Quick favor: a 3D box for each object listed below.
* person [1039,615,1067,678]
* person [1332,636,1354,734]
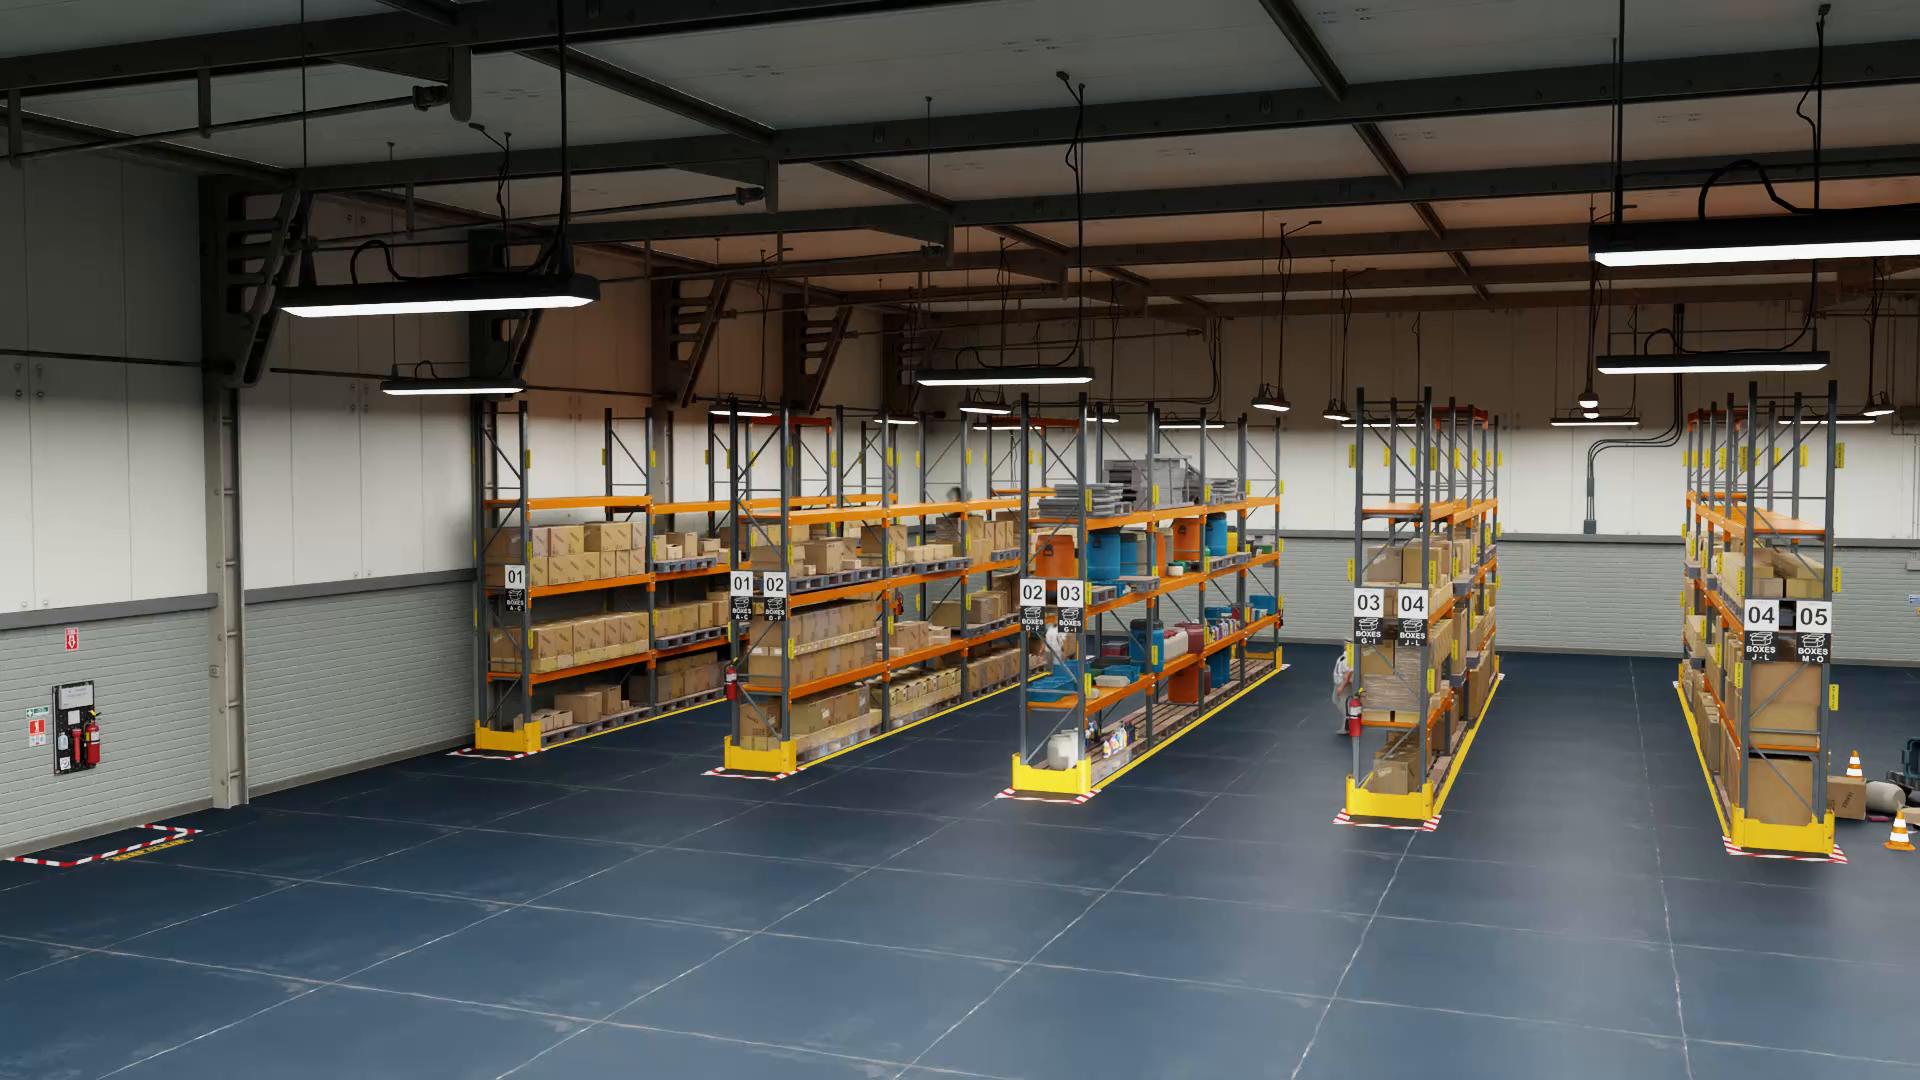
[{"bbox_3d":[2.055,2.439,36.271,0.606,1.607,0.927,1,3,24],"label":"person"},{"bbox_3d":[7.057,2.648,30.456,0.454,1.782,0.647,0,3,-2],"label":"person"}]
